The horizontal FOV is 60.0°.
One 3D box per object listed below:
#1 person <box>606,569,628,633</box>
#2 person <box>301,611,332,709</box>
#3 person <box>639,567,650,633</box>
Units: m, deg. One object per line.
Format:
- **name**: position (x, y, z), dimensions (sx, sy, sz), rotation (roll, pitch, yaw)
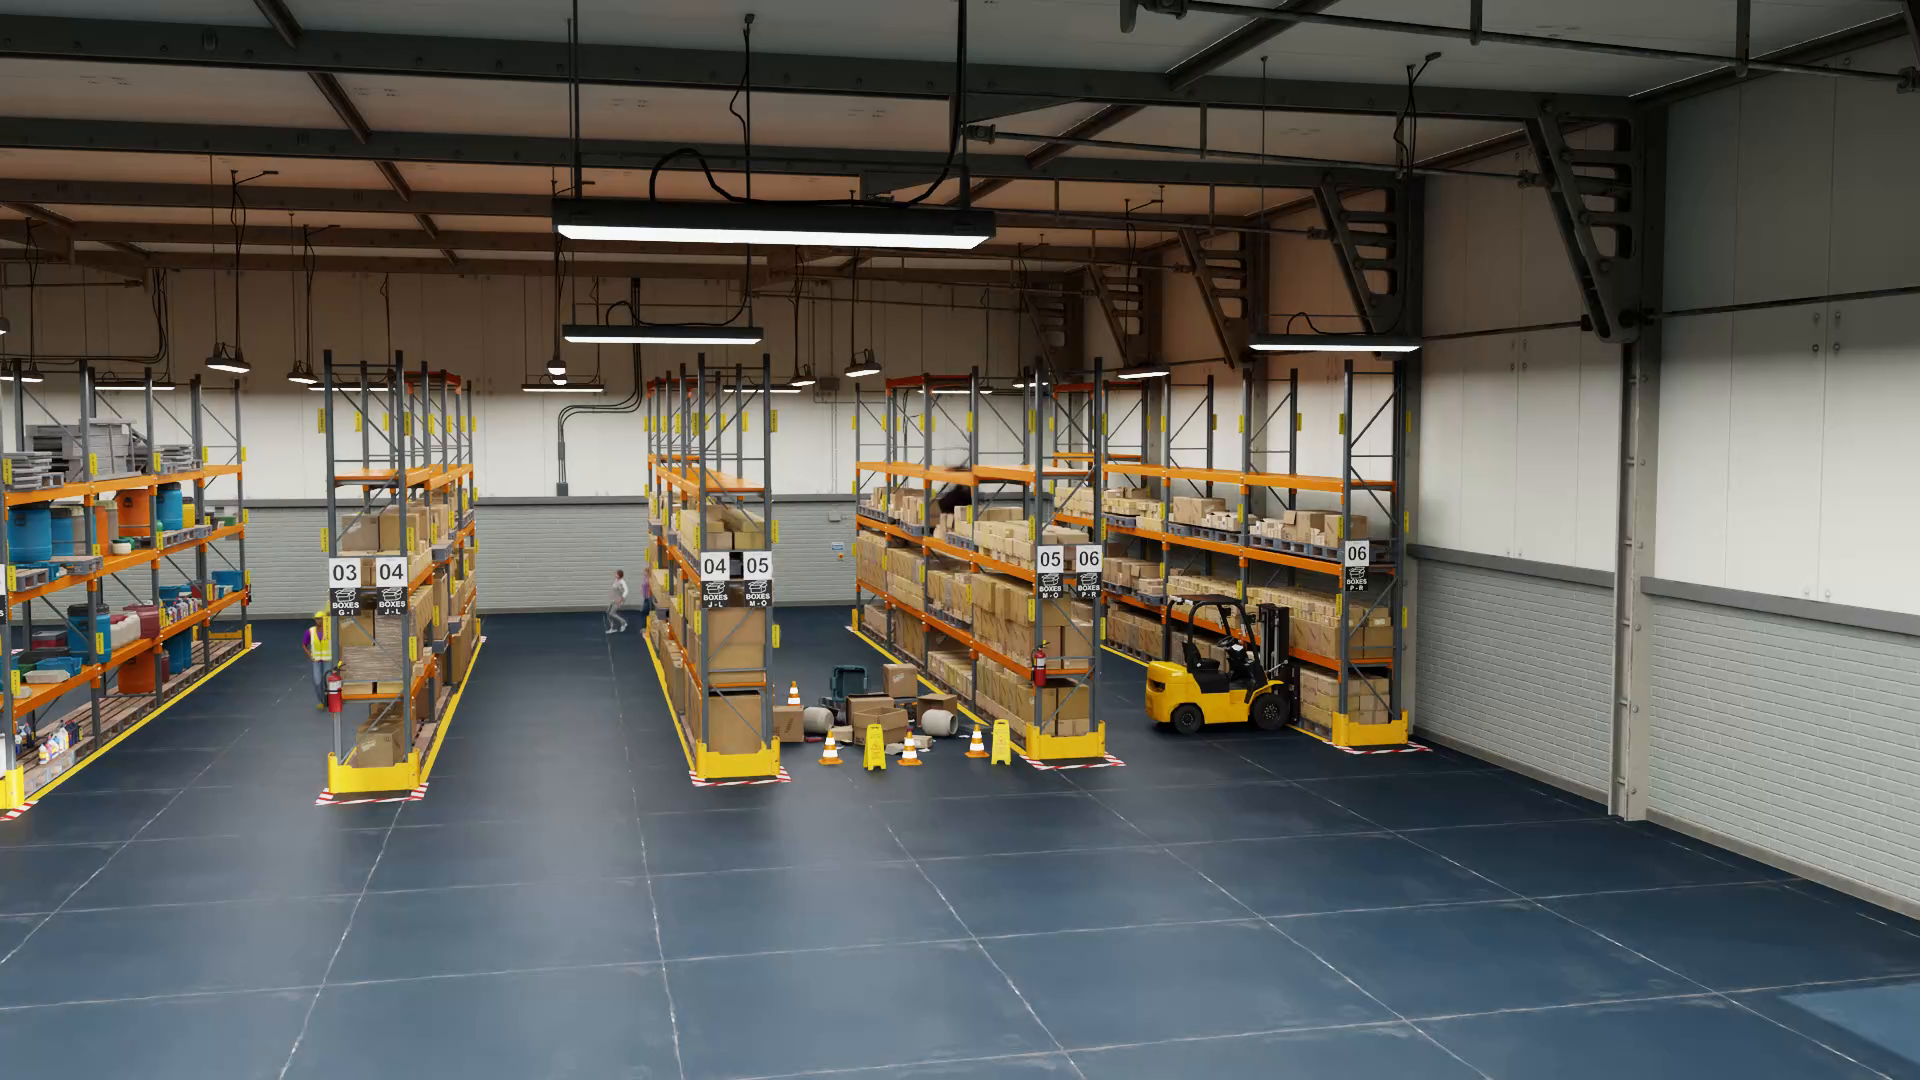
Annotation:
- **person**: position (-8.214, 1.473, 39.853), dimensions (0.467, 1.545, 0.563), rotation (-2, 5, -29)
- **person**: position (-11.151, 2.106, 29.112), dimensions (0.733, 1.720, 0.582), rotation (-1, 4, -13)
- **person**: position (-7.466, 1.436, 40.192), dimensions (0.680, 1.590, 0.577), rotation (-3, 5, -33)
